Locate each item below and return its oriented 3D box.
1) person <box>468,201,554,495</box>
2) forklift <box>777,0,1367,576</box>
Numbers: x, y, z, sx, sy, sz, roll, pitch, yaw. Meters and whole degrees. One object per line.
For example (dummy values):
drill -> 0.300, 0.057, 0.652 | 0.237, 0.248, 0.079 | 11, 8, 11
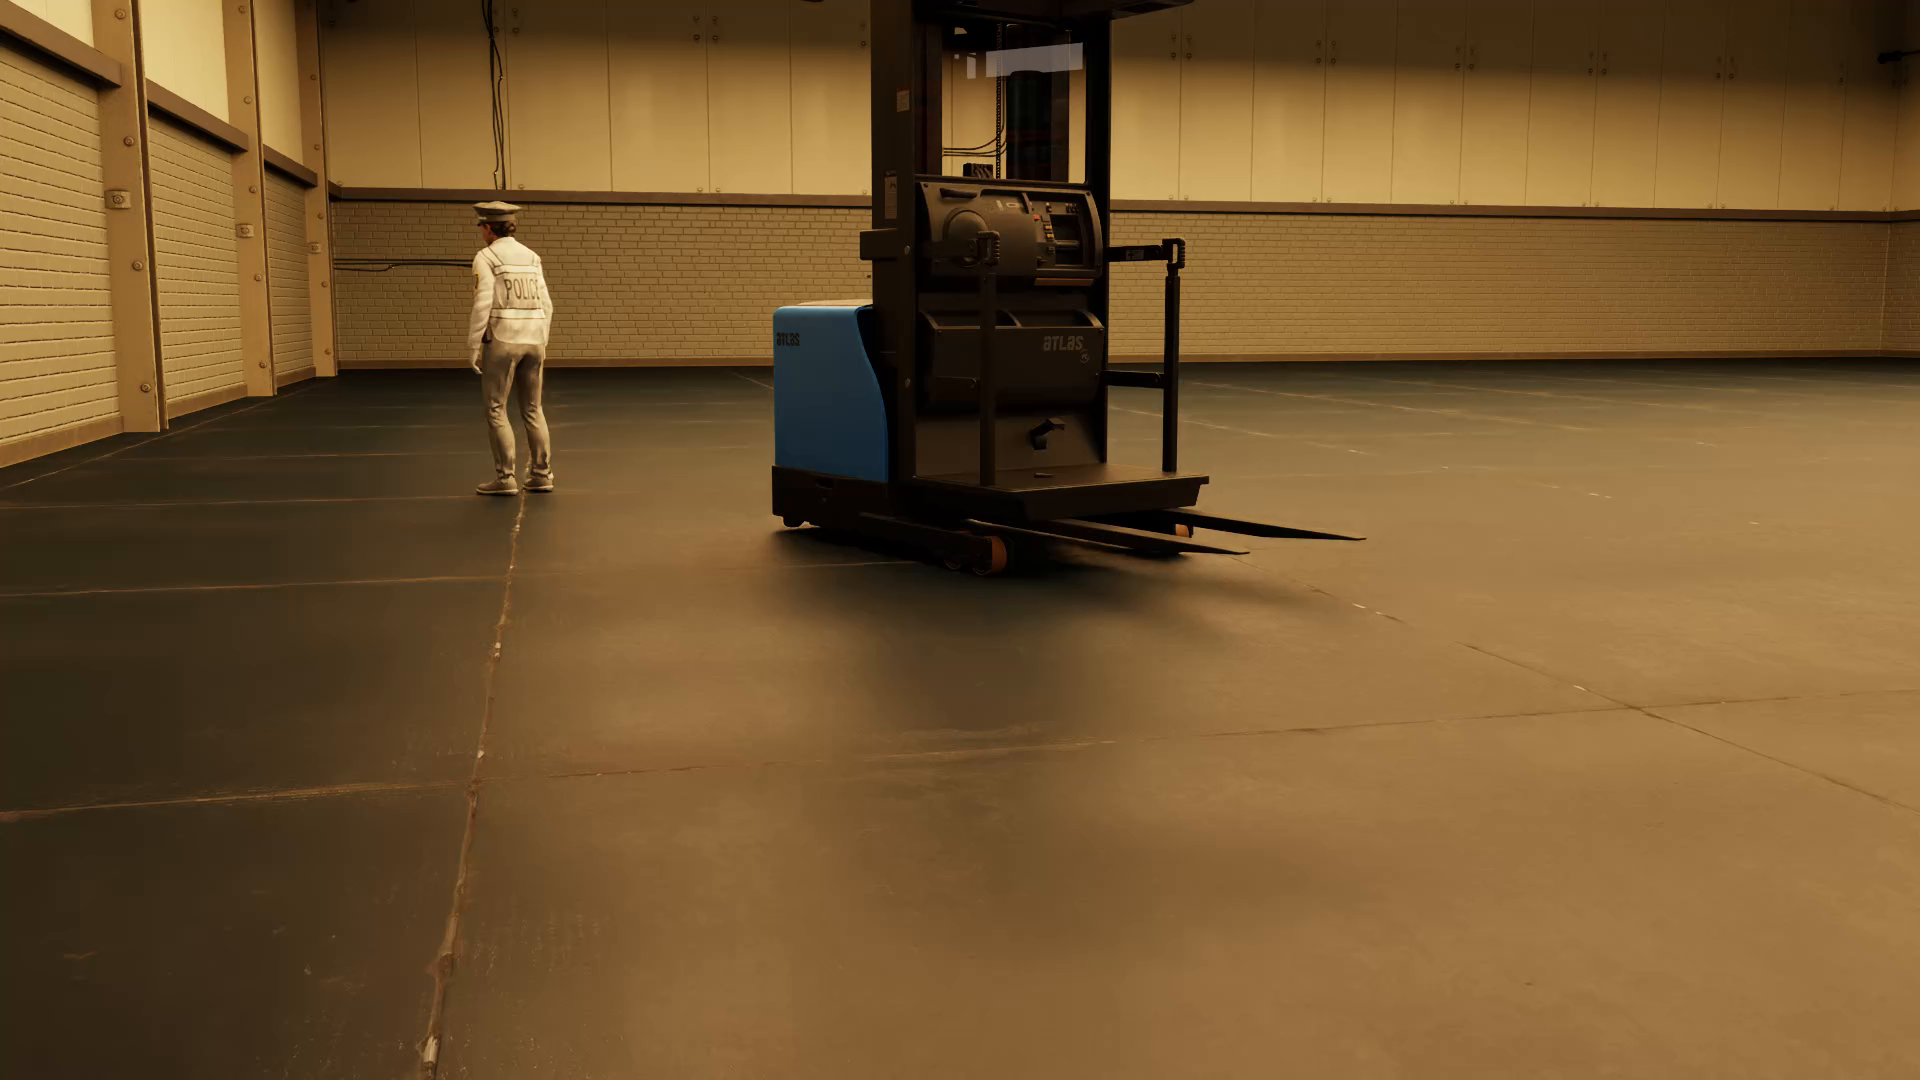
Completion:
person -> -2.578, -1.095, 9.533 | 0.374, 1.664, 0.528 | 6, 10, 38
forklift -> 0.352, -1.383, 7.012 | 1.121, 2.935, 3.031 | -6, 10, -35
